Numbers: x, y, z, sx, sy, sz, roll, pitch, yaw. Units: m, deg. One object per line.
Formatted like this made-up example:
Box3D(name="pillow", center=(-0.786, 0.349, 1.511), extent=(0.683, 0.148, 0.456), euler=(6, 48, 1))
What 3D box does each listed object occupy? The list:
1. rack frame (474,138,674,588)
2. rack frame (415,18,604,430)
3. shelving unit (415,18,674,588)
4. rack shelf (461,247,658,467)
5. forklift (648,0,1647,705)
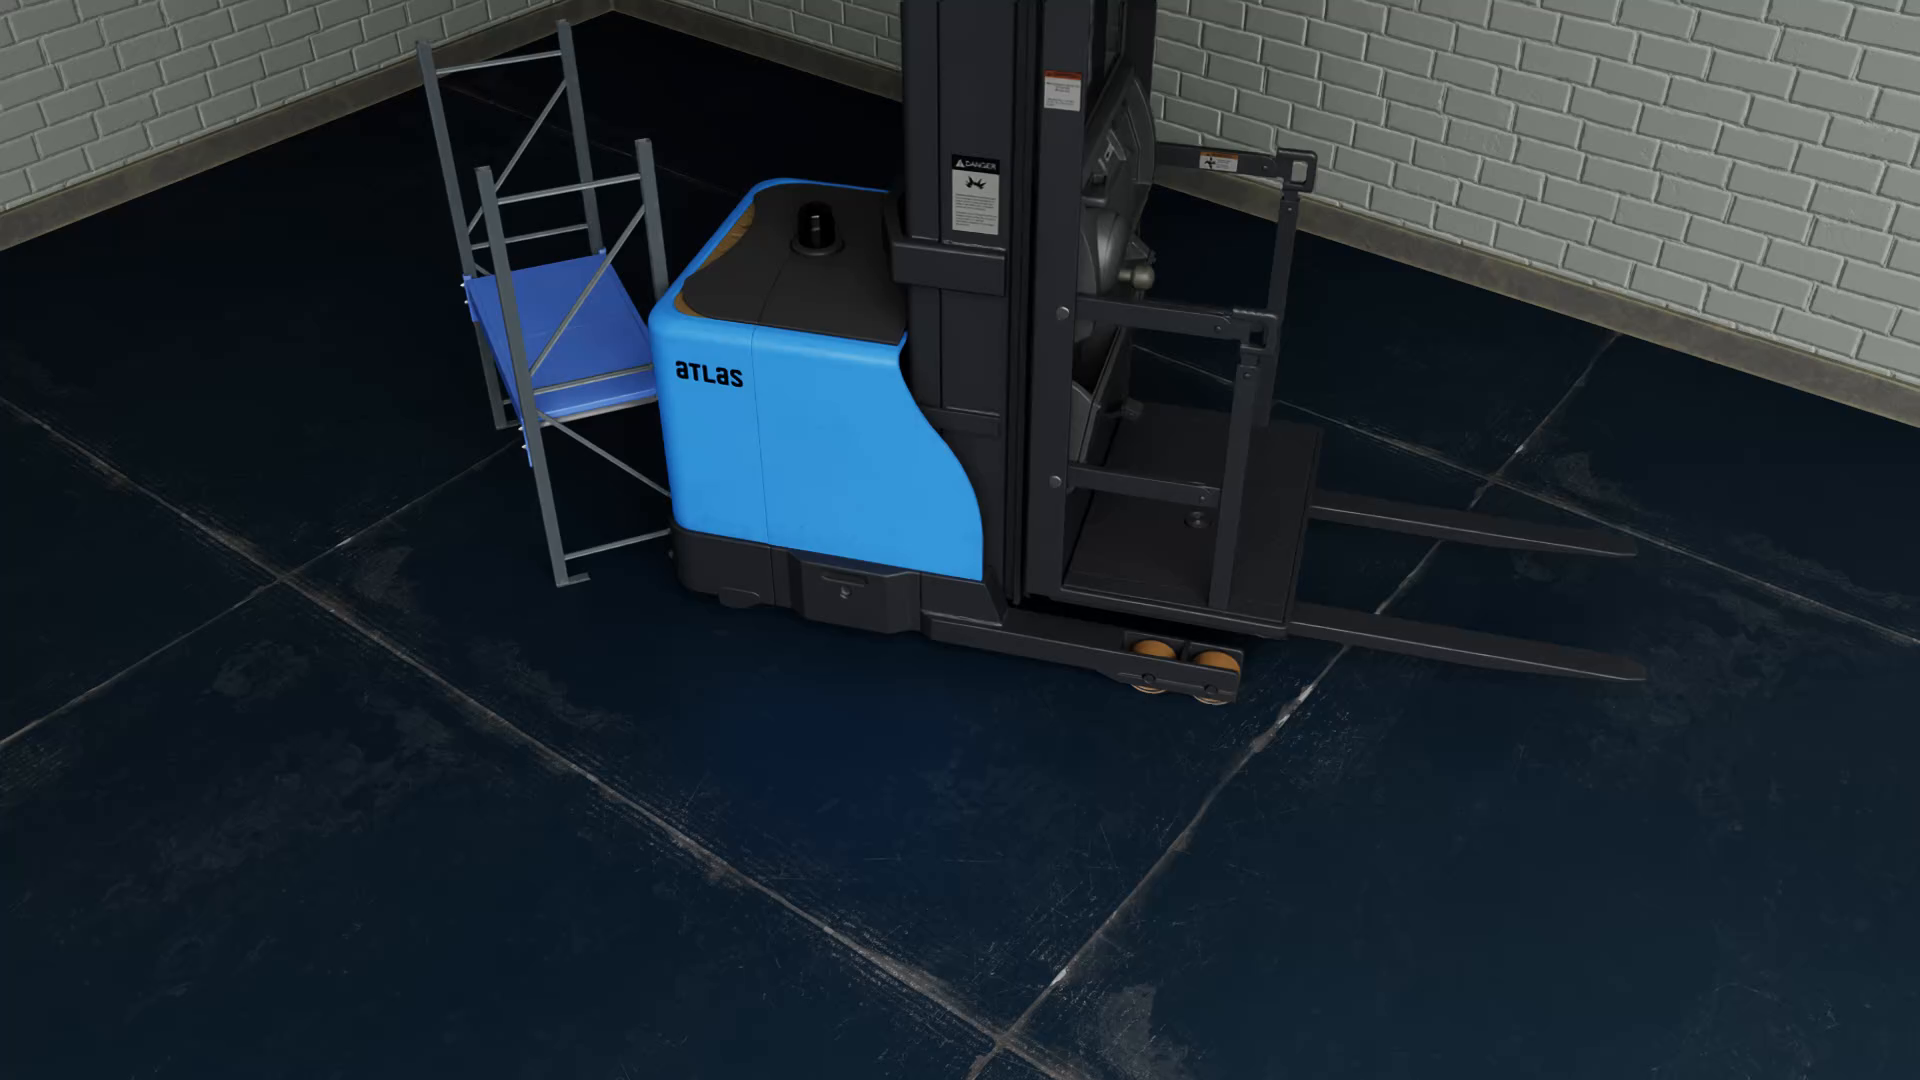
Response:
Box3D(name="rack frame", center=(-1.122, -0.502, 5.174), extent=(0.500, 1.500, 0.032), euler=(-15, 40, -18))
Box3D(name="rack frame", center=(-1.528, -1.076, 5.908), extent=(0.500, 1.500, 0.032), euler=(-15, 40, -18))
Box3D(name="shelving unit", center=(-1.325, -0.789, 5.541), extent=(0.538, 1.500, 1.048), euler=(-15, 40, -18))
Box3D(name="rack shelf", center=(-1.325, -0.647, 5.652), extent=(0.538, 0.185, 1.000), euler=(-15, 40, -18))
Box3D(name="forklift", center=(0.638, -1.013, 4.666), extent=(3.031, 2.935, 1.130), euler=(10, 39, 12))
